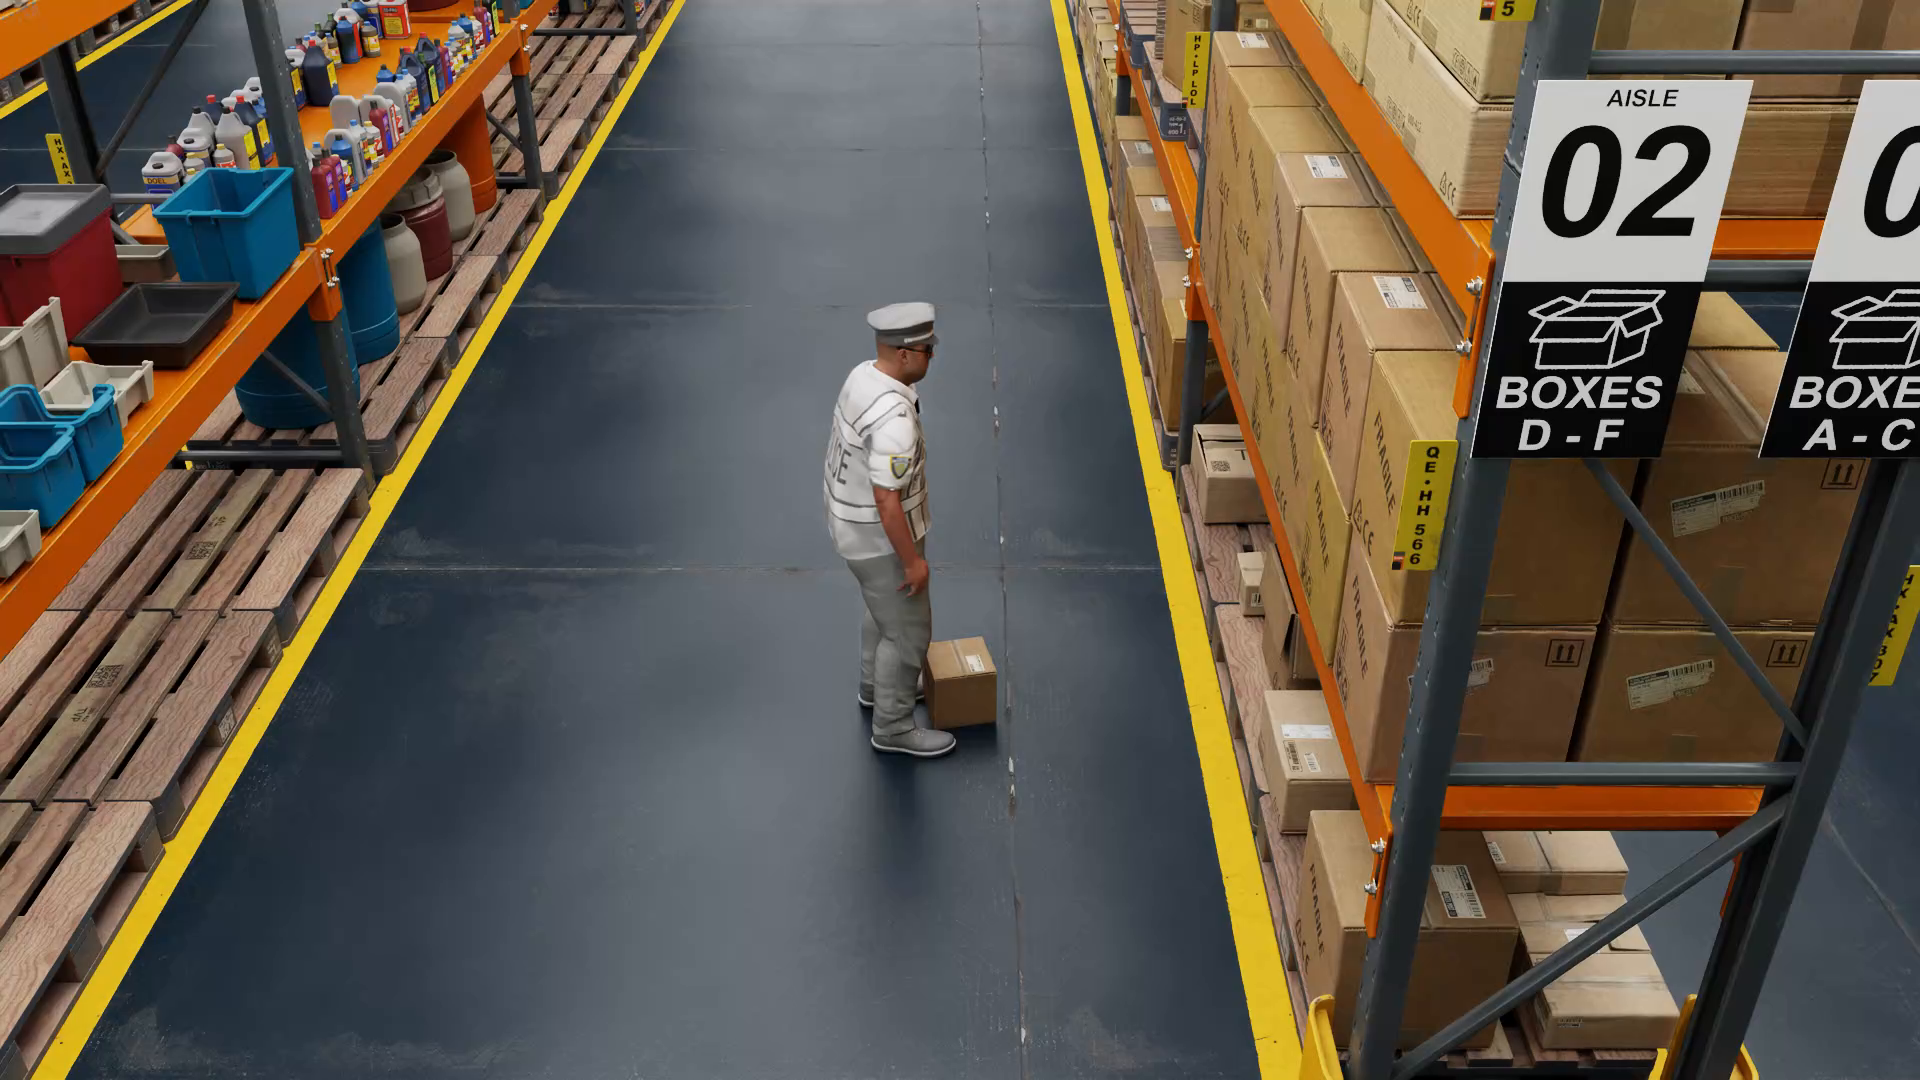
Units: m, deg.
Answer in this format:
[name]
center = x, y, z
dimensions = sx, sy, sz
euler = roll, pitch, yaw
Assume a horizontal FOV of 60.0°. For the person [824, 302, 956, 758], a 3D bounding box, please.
[person]
center = -0.275, -0.036, 6.186
dimensions = 0.433, 1.747, 0.588
euler = -7, 32, -11
